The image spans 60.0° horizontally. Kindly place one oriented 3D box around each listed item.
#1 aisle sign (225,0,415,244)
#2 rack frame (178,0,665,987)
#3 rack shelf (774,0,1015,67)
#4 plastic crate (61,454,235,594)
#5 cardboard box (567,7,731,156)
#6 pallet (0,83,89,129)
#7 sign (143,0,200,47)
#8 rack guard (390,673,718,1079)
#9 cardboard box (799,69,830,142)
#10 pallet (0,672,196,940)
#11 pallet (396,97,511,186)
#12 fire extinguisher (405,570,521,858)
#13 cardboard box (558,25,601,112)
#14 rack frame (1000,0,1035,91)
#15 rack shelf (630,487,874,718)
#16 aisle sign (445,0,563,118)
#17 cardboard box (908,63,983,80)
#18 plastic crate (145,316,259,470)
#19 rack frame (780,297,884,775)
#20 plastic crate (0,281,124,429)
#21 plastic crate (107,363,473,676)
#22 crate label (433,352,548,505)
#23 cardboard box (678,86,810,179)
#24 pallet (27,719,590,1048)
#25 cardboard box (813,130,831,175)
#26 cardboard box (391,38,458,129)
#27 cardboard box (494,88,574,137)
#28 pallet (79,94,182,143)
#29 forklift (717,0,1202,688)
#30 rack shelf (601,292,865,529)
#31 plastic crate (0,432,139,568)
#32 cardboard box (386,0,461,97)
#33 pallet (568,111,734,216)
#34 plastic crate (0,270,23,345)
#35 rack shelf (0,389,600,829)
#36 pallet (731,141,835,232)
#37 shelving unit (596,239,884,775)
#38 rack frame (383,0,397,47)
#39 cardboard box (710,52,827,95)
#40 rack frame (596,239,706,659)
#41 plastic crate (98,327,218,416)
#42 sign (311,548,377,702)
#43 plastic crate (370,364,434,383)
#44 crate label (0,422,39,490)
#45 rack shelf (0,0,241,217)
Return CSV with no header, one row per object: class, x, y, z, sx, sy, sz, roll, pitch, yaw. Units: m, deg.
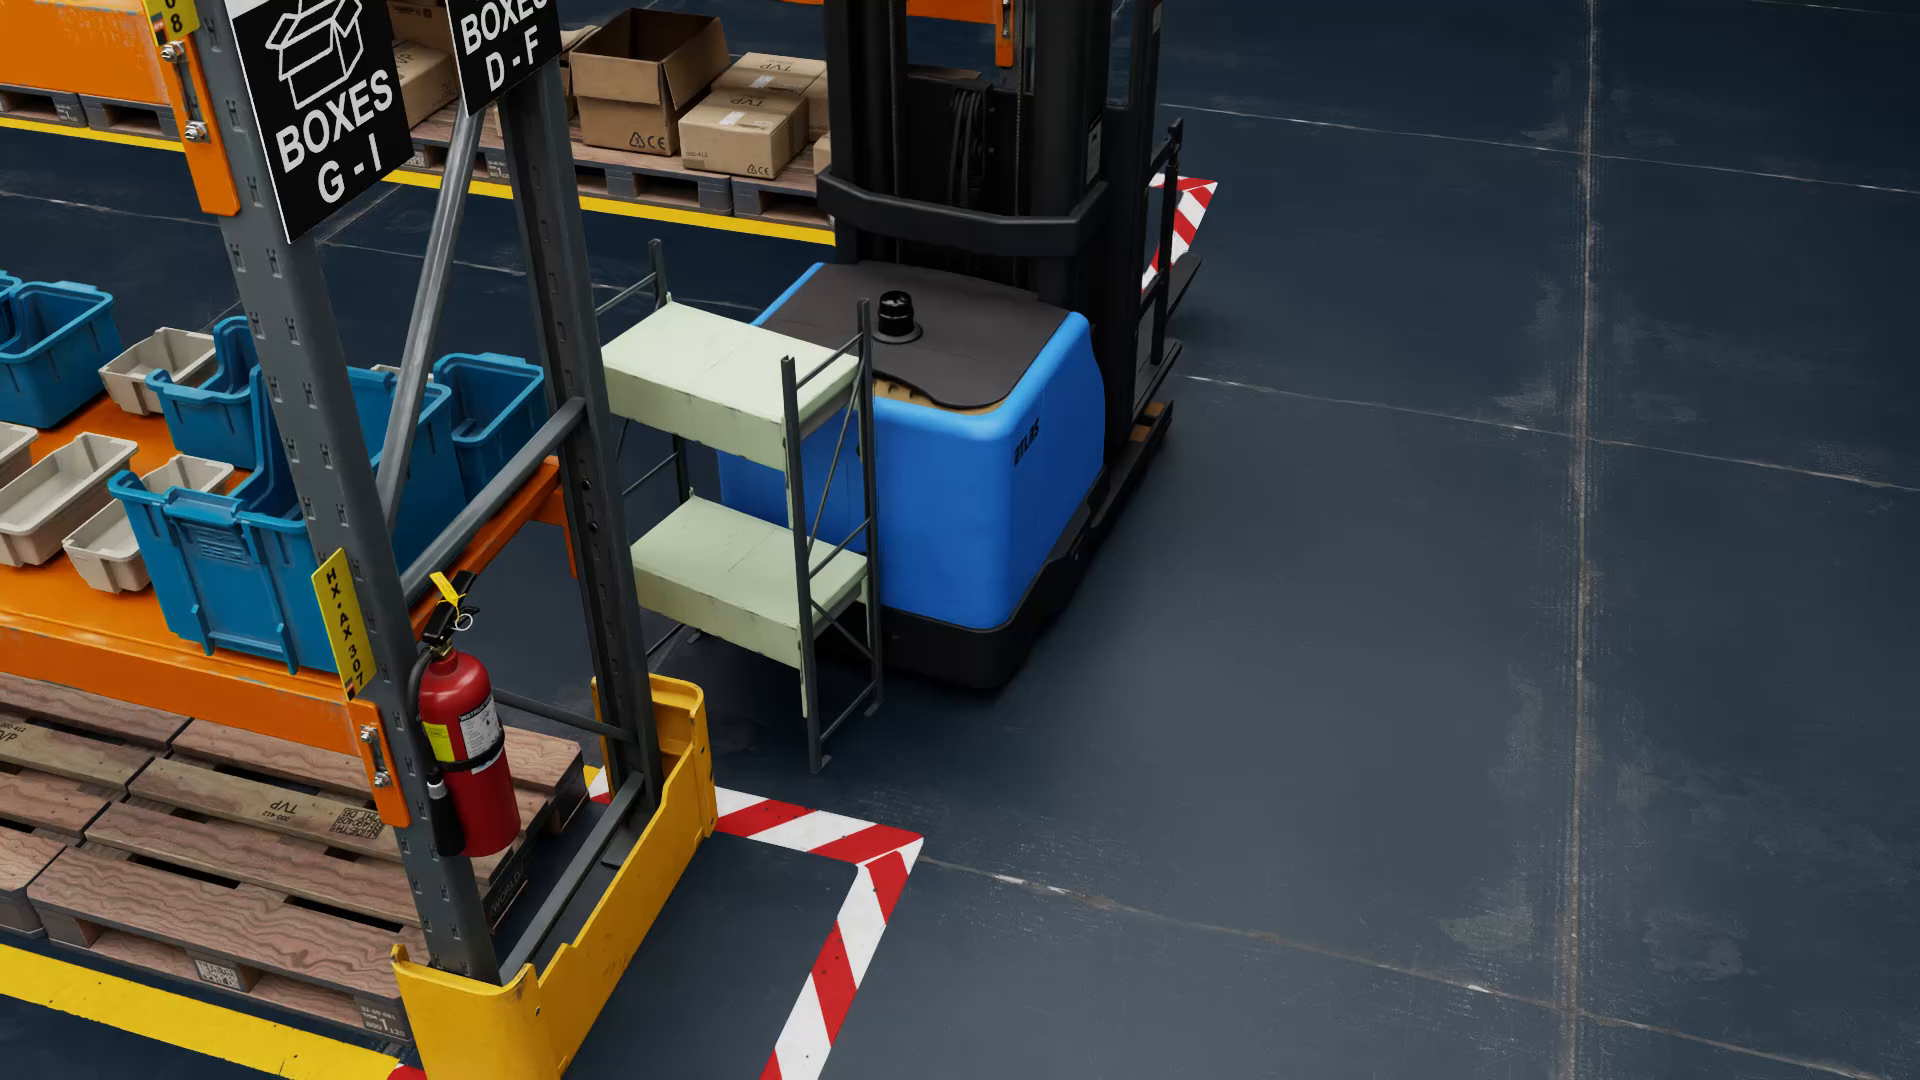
aisle sign,-1.107,-0.944,2.809,0.004,0.787,0.394,10,38,14
rack frame,-1.089,-0.075,3.822,0.127,3.000,1.000,10,38,14
rack shelf,-1.517,-2.941,8.322,4.000,0.370,1.077,10,38,14
plastic crate,-1.921,-0.035,3.939,0.243,0.136,0.396,10,38,14
cardboard box,-1.631,-2.427,8.752,0.637,0.503,0.797,10,38,14
pallet,-5.382,-2.798,9.874,1.213,0.211,1.003,10,38,14
sign,-1.237,-0.927,2.537,0.005,0.325,0.100,10,38,14
rack guard,-1.062,0.928,4.567,0.348,0.500,1.175,10,38,14
cardboard box,-0.520,-2.292,8.782,0.500,0.250,0.500,10,38,14
pallet,-3.025,0.663,5.171,1.213,0.211,1.003,10,38,14
pallet,-2.771,-2.339,9.250,1.213,0.211,1.003,10,38,14
fire extinguisher,-1.080,0.390,3.570,0.183,0.674,0.296,10,38,14
cardboard box,-2.082,-2.606,9.157,0.500,0.311,0.500,10,38,14
rack frame,0.392,-2.877,7.629,0.127,3.000,1.000,10,38,14
rack shelf,-0.678,0.186,5.282,0.720,0.370,0.431,19,40,24
aisle sign,-0.931,-1.278,3.262,0.004,0.787,0.394,10,38,14
cardboard box,-0.200,-2.004,8.180,0.500,0.500,0.500,10,38,14
plastic crate,-1.854,-0.378,4.324,0.300,0.233,0.416,10,38,14
rack frame,-0.362,0.032,4.941,0.023,1.500,0.400,19,40,24
plastic crate,-2.483,-0.495,4.482,0.300,0.233,0.416,10,38,14
plastic crate,-1.464,-0.067,3.730,0.499,0.435,0.616,10,38,14
crate label,-1.226,-0.262,4.166,0.303,0.233,0.416,10,38,14
cardboard box,-1.098,-2.089,8.506,0.500,0.250,0.500,10,38,14
pallet,-1.864,0.880,4.876,1.213,0.211,1.003,10,38,14
cardboard box,-0.560,-1.993,8.446,0.250,0.166,0.380,10,38,14
cardboard box,-3.090,-2.482,8.989,0.500,0.311,0.500,10,38,14
cardboard box,-2.261,-2.277,8.832,0.250,0.166,0.380,10,38,14
pallet,-4.214,-2.584,9.582,1.213,0.211,1.003,10,38,14
forklift,0.223,-1.563,5.901,1.130,2.935,3.031,14,39,18
rack shelf,-0.678,-0.391,4.857,0.720,0.370,0.431,19,40,24
plastic crate,-2.193,-0.094,4.020,0.243,0.136,0.396,10,38,14
cardboard box,-2.798,-2.815,9.281,0.500,0.500,0.500,10,38,14
pallet,-1.602,-2.125,8.959,1.213,0.211,1.003,10,38,14
plastic crate,-2.769,-0.548,4.554,0.300,0.233,0.416,10,38,14
rack shelf,-2.998,-0.139,4.515,4.000,0.370,1.077,10,38,14
pallet,-0.442,-1.908,8.664,1.213,0.211,1.003,10,38,14
shelving unit,-0.678,-0.076,5.089,0.755,1.500,0.431,19,40,24
rack frame,-3.426,-3.584,8.589,0.127,3.000,1.000,10,38,14
cardboard box,-0.997,-2.380,8.902,0.500,0.250,0.500,10,38,14
rack frame,-0.995,-0.185,5.237,0.023,1.500,0.400,19,40,24
plastic crate,-2.155,-0.447,4.498,0.298,0.136,0.250,10,38,14
sign,-1.237,0.173,3.347,0.005,0.325,0.100,10,38,14
plastic crate,-1.507,-0.327,4.335,0.298,0.136,0.250,10,38,14
crate label,-2.466,-0.130,4.068,0.243,0.136,0.396,10,38,14
rack shelf,-2.998,-1.347,3.626,4.000,0.370,1.077,10,38,14
